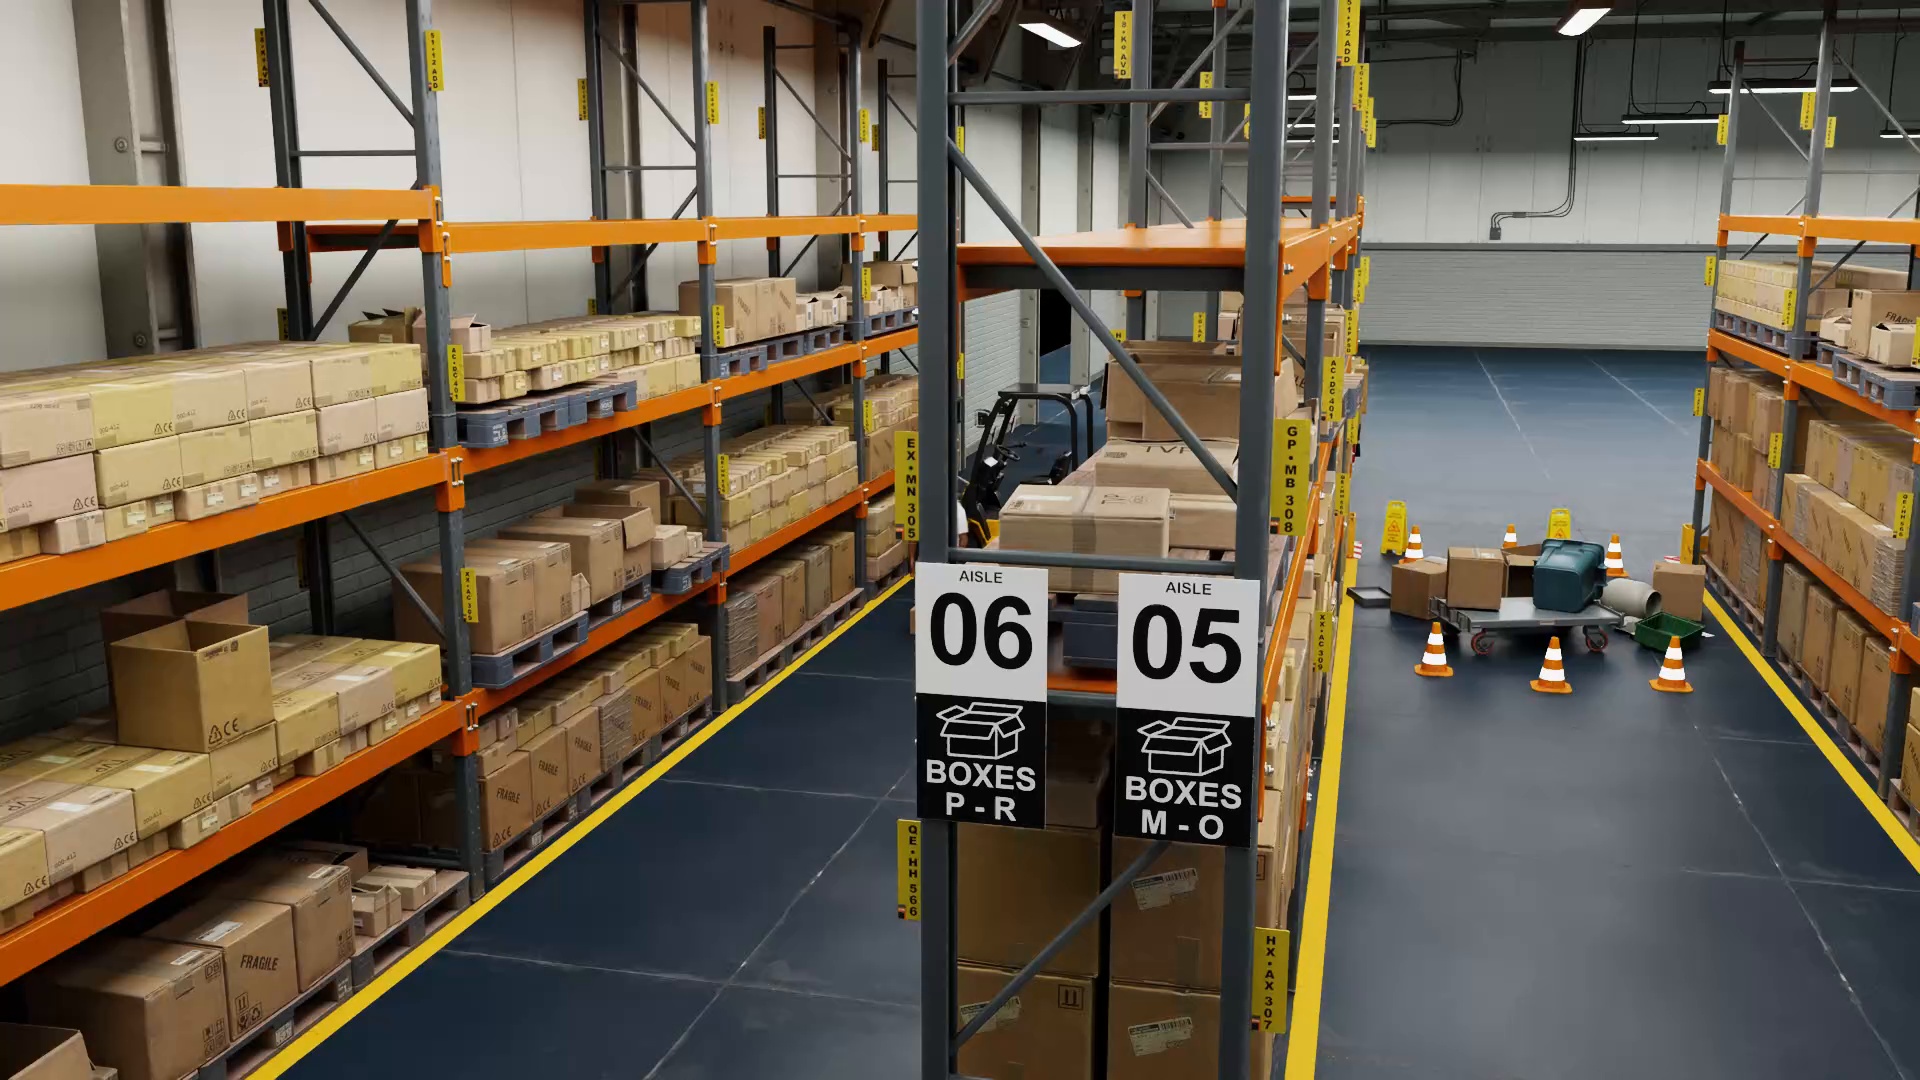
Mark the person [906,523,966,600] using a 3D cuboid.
[{"bbox_3d":[-0.207,0.257,16.996,0.622,1.222,0.838,3,12,15],"label":"person"}]
